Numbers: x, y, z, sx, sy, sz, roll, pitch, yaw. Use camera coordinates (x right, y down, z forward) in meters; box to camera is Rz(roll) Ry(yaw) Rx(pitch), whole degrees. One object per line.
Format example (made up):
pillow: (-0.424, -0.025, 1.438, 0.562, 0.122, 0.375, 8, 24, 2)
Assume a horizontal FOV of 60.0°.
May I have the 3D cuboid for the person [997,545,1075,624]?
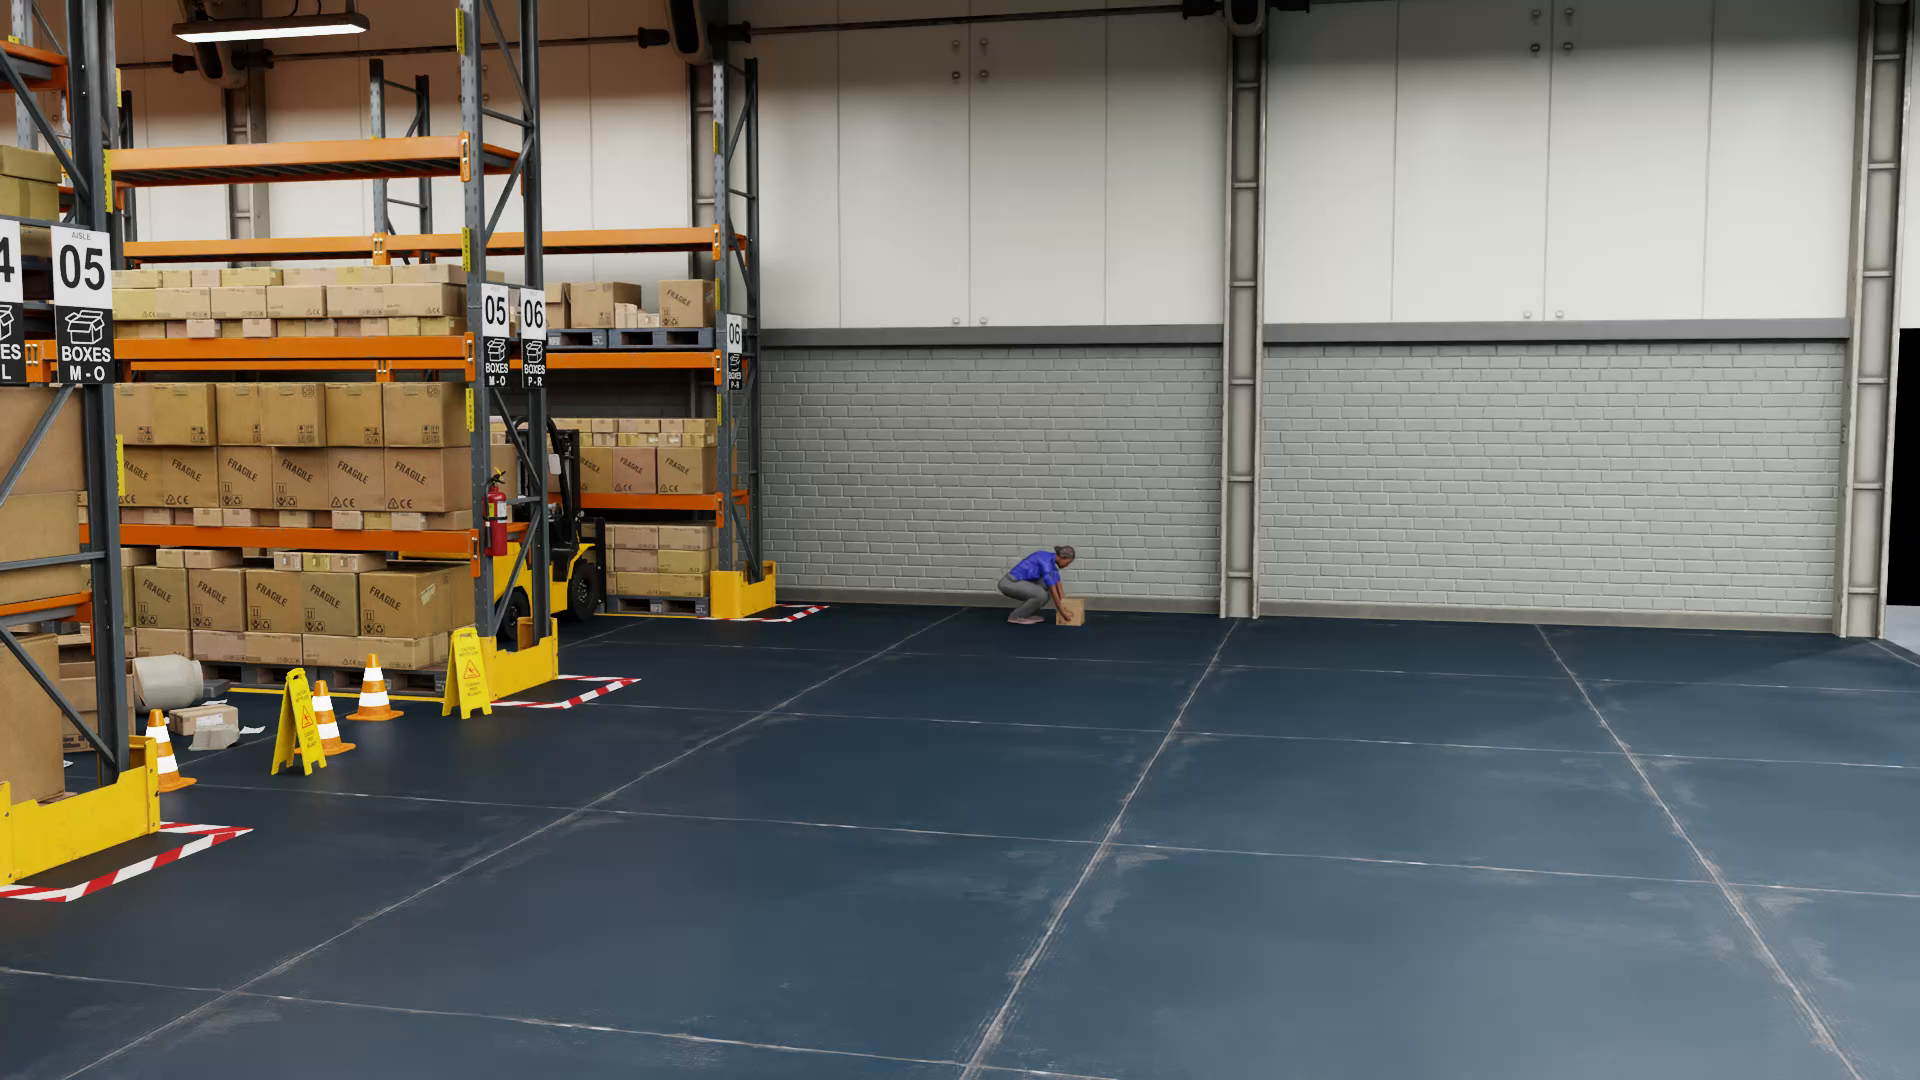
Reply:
person: (0.804, 0.460, 17.198, 0.816, 0.818, 0.479, 1, 5, 14)
